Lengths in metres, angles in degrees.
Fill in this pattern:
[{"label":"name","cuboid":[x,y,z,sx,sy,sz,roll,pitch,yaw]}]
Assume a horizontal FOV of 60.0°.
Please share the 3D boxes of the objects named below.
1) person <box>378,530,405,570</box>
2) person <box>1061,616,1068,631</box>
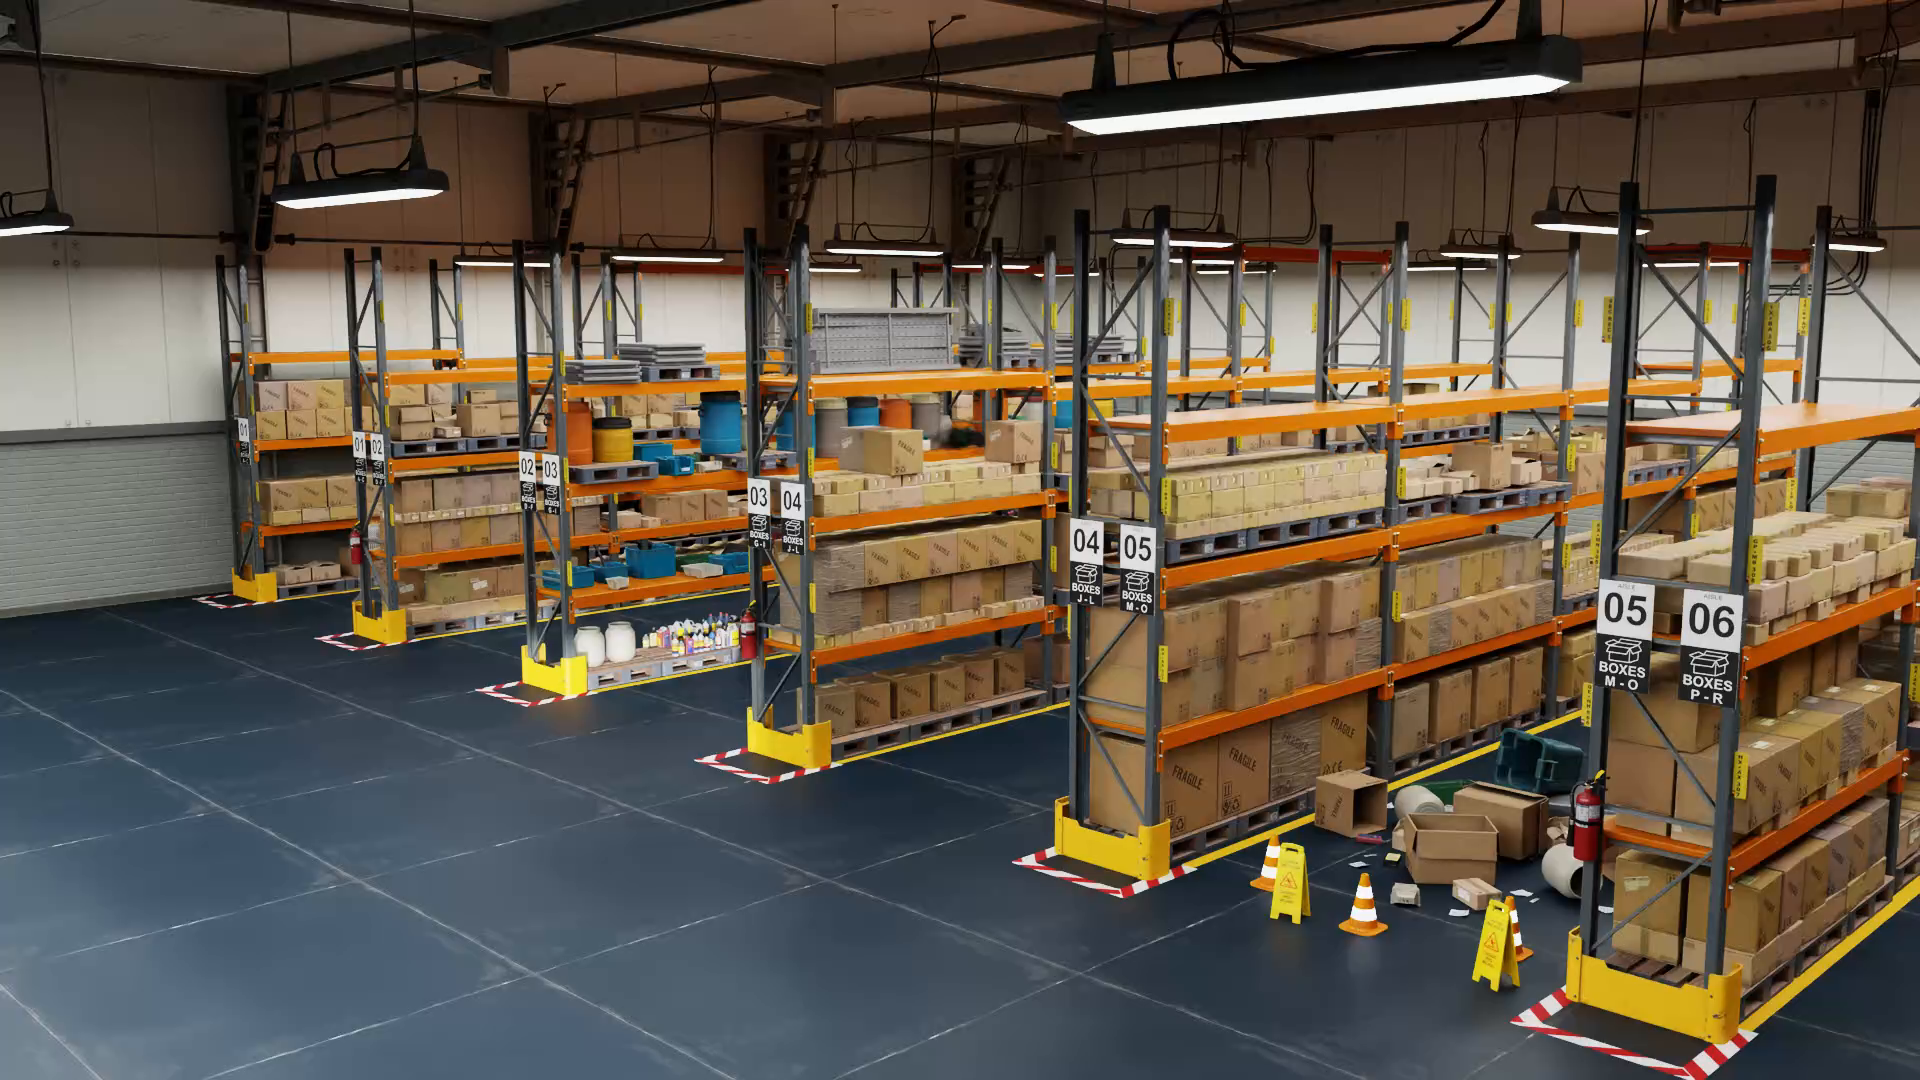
[{"label":"person","cuboid":[-9.763,0.307,28.853,0.572,1.612,0.768,-1,8,-4]},{"label":"person","cuboid":[1.634,0.554,24.622,0.716,1.729,0.643,5,10,32]}]
